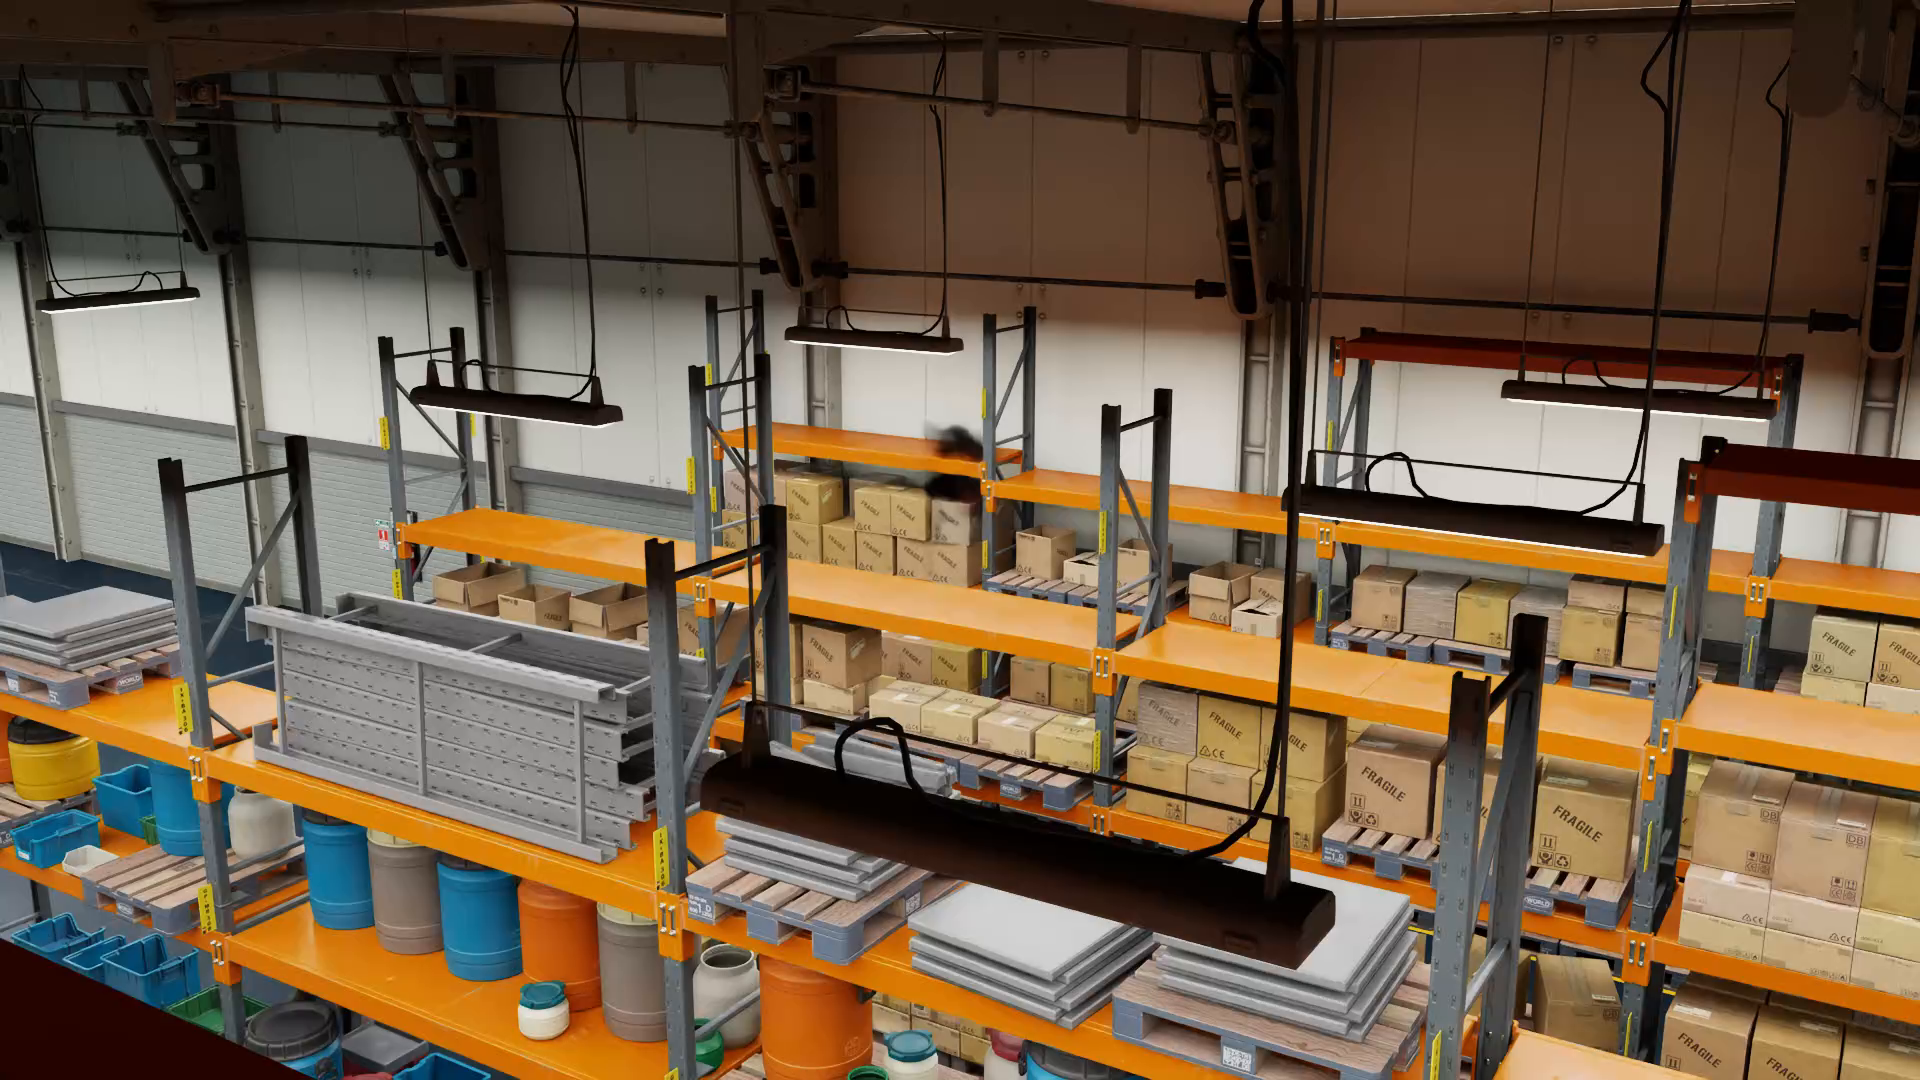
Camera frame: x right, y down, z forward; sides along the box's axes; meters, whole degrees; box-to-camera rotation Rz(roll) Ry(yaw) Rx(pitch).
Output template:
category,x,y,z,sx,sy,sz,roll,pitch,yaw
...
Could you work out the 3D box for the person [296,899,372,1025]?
category,x,y,z,sx,sy,sz,roll,pitch,yaw
person,-5.463,3.783,14.385,0.903,1.776,0.662,7,16,27
